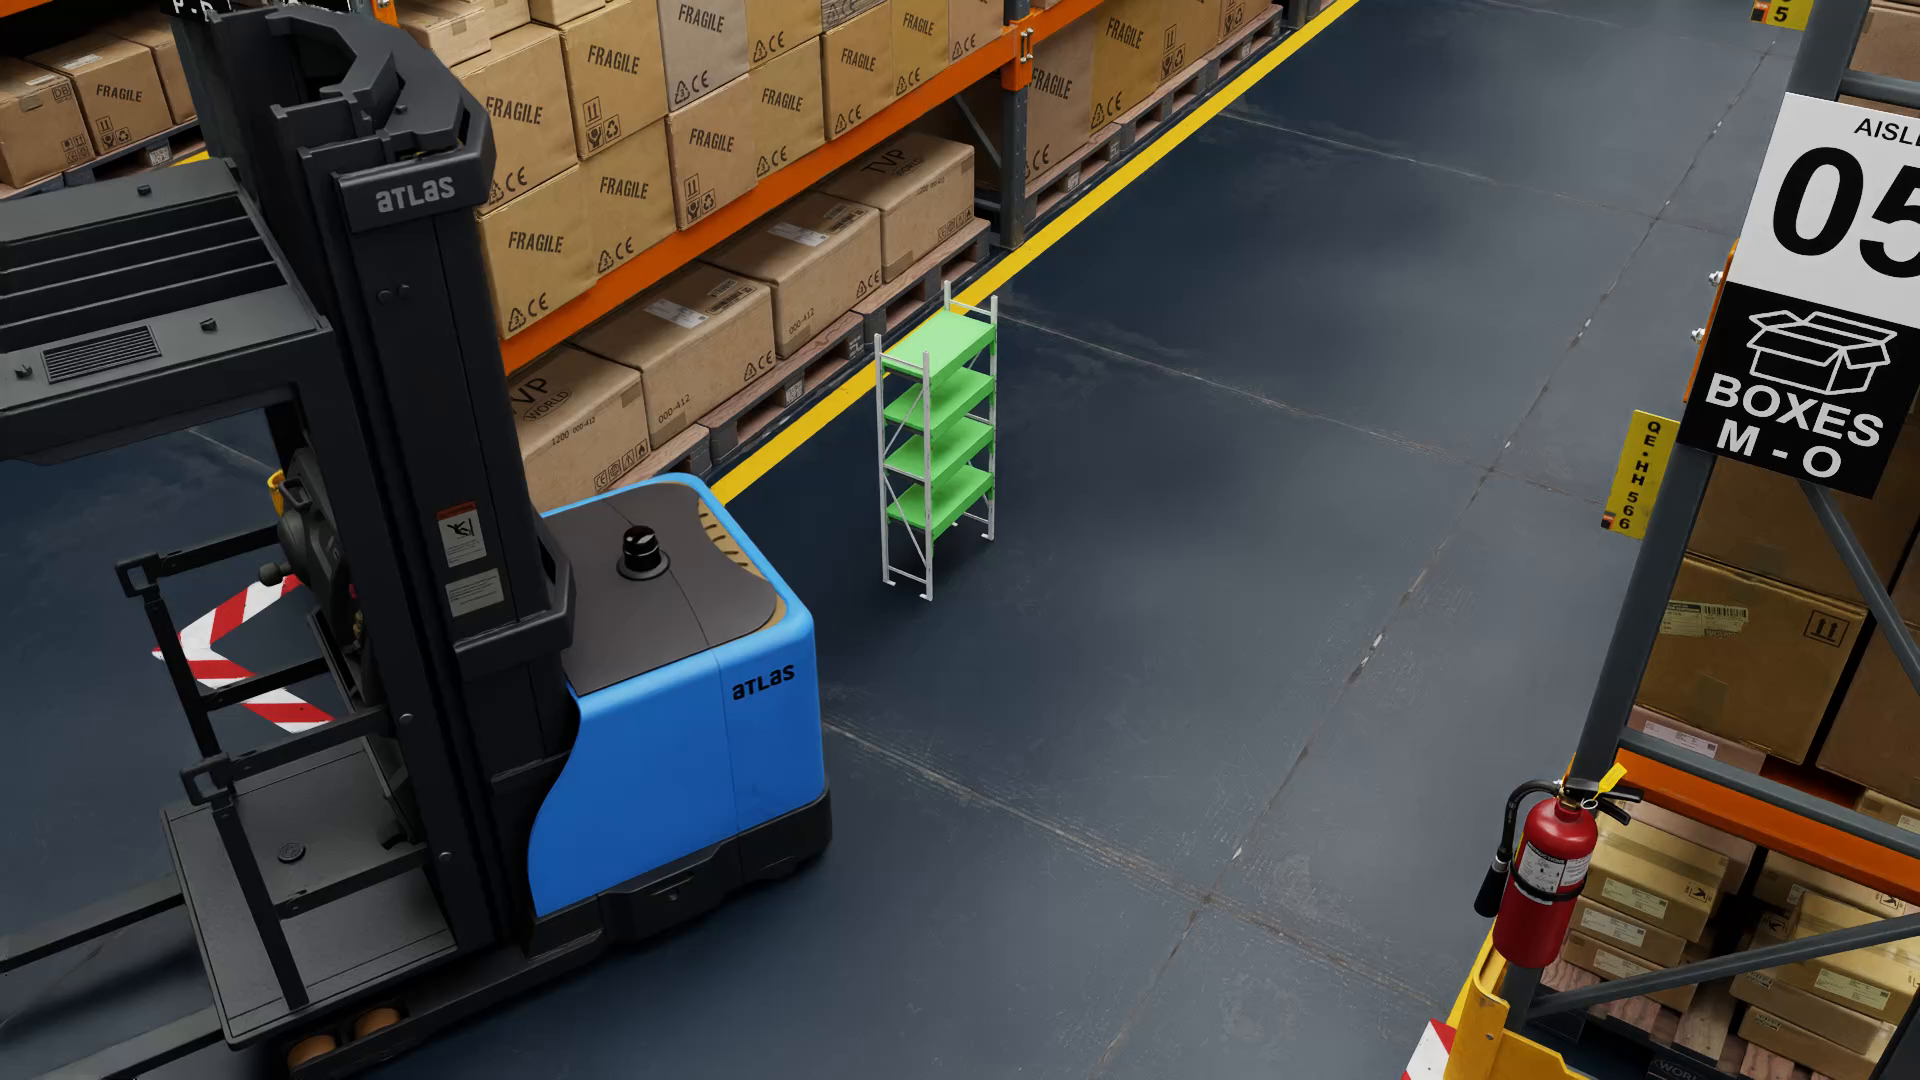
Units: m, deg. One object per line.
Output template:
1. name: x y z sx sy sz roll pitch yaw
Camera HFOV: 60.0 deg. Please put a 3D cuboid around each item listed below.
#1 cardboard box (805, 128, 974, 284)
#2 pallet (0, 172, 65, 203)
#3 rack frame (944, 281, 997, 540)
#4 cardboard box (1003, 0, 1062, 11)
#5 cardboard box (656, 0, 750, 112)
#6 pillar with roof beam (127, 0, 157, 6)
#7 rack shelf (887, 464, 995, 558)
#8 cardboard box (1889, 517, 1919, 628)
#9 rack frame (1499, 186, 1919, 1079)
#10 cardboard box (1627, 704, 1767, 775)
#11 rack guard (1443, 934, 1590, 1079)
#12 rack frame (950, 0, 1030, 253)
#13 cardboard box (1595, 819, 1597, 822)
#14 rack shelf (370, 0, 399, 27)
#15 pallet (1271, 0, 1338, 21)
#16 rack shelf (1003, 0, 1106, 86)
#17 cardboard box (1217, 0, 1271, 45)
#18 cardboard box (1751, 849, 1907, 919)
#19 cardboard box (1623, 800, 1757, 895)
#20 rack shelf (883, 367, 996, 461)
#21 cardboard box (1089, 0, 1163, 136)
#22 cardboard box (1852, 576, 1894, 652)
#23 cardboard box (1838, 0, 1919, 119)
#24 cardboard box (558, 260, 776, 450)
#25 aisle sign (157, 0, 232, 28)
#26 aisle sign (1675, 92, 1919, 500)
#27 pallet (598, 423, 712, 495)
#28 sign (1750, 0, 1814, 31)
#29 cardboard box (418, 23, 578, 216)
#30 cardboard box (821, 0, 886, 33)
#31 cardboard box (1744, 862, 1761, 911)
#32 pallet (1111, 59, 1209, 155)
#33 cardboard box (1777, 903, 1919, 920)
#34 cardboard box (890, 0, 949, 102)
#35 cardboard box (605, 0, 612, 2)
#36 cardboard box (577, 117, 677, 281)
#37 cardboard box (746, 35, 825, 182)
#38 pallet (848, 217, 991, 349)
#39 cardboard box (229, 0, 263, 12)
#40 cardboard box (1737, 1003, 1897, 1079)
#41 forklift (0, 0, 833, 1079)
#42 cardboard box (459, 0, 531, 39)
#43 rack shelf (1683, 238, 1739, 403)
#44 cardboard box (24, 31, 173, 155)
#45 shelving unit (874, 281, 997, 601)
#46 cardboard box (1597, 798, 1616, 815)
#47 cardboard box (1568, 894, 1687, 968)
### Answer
1. cardboard box: -0.518 -1.861 8.961 0.875 0.438 0.875 21 42 24
2. pallet: -5.961 -1.903 9.546 1.003 0.211 1.213 21 42 25
3. rack frame: 0.042 -0.516 6.936 0.240 1.200 0.015 21 42 25
4. cardboard box: 0.367 -3.079 8.910 0.500 0.250 0.500 20 42 24
5. cardboard box: -1.197 -2.062 6.567 0.500 0.500 0.500 21 42 25
6. pillar with roof beam: -1.784 -5.523 7.044 9.100 9.000 0.400 21 42 25
7. rack shelf: -0.089 -0.149 6.959 0.258 0.148 0.480 21 42 25
8. cardboard box: 2.464 -0.067 3.735 0.500 0.500 0.500 21 42 25
9. rack frame: 1.999 0.631 3.974 1.000 3.000 0.127 21 42 25
10. cardboard box: 1.935 0.470 4.389 0.380 0.149 0.250 21 42 25
11. rack guard: 2.040 1.582 4.788 1.175 0.500 0.348 21 42 25
12. rack frame: -0.091 -2.998 8.682 1.000 3.000 0.127 21 42 25
13. cardboard box: 2.158 1.089 5.372 0.380 0.149 0.250 23 43 26
14. rack shelf: -1.163 -2.870 6.648 1.077 0.370 4.000 21 42 25
15. pallet: 2.472 -4.358 12.730 1.003 0.211 1.213 21 42 25
16. rack shelf: 0.980 -3.744 10.239 1.077 0.370 4.000 21 42 25
17. cardboard box: 1.611 -4.056 11.450 0.875 0.875 0.875 21 42 25
18. cardboard box: 2.613 1.018 4.976 0.380 0.149 0.250 22 43 26
19. cardboard box: 2.252 0.892 5.140 0.380 0.149 0.250 22 43 26
20. rack shelf: -0.089 -0.529 6.665 0.258 0.148 0.480 21 42 25
21. cardboard box: 0.651 -3.137 10.258 0.875 0.875 0.875 22 43 26
22. cardboard box: 2.738 0.049 4.404 0.500 0.500 0.500 21 42 25
23. cardboard box: 2.031 -1.016 3.367 0.500 0.250 0.500 20 42 24
24. cardboard box: -1.482 -0.935 7.760 0.875 0.438 0.875 22 43 26
25. aisle sign: -2.535 -2.029 5.297 0.394 0.787 0.004 21 42 25
26. aisle sign: 1.707 -0.459 3.259 0.394 0.787 0.004 21 42 25
27. pallet: -1.872 -0.269 7.426 1.003 0.211 1.213 21 42 25
28. sign: 1.542 -1.099 3.037 0.100 0.325 0.005 21 42 25
29. cardboard box: -1.737 -1.525 5.871 0.500 0.500 0.500 20 42 24
30. cardboard box: -0.654 -2.575 7.233 0.500 0.500 0.500 22 43 26
31. cardboard box: 2.749 1.137 5.310 0.380 0.149 0.250 22 43 26
32. pallet: 0.911 -2.947 10.900 1.003 0.211 1.213 21 42 25
33. cardboard box: 2.691 1.168 5.026 0.380 0.149 0.250 21 42 25
34. cardboard box: -0.395 -2.448 7.886 0.500 0.500 0.500 20 42 24
35. cardboard box: -1.368 -2.117 6.107 0.380 0.149 0.250 20 42 24
36. cardboard box: -1.487 -1.399 6.526 0.500 0.500 0.500 21 42 25
37. cardboard box: -0.945 -1.919 7.200 0.500 0.500 0.500 23 43 27
38. pallet: -0.565 -1.527 9.058 1.003 0.211 1.213 21 42 25
39. cardboard box: -4.838 -3.458 11.137 0.500 0.311 0.500 23 43 27
40. cardboard box: 2.550 1.429 4.931 0.380 0.149 0.250 22 43 26
41. forklift: -1.974 0.144 4.662 3.031 2.935 1.130 -20 42 -24
42. cardboard box: -1.730 -1.879 5.798 0.380 0.149 0.250 22 43 26
43. rack shelf: 3.071 -1.303 4.615 1.077 0.370 4.000 21 42 25
44. cardboard box: -5.161 -2.686 9.980 0.500 0.500 0.500 22 43 26
45. shelving unit: -0.089 -0.390 6.773 0.258 1.200 0.503 21 42 25
46. cardboard box: 2.318 0.842 5.448 0.380 0.149 0.250 19 42 23
47. cardboard box: 2.041 1.111 5.099 0.380 0.149 0.250 20 42 24
